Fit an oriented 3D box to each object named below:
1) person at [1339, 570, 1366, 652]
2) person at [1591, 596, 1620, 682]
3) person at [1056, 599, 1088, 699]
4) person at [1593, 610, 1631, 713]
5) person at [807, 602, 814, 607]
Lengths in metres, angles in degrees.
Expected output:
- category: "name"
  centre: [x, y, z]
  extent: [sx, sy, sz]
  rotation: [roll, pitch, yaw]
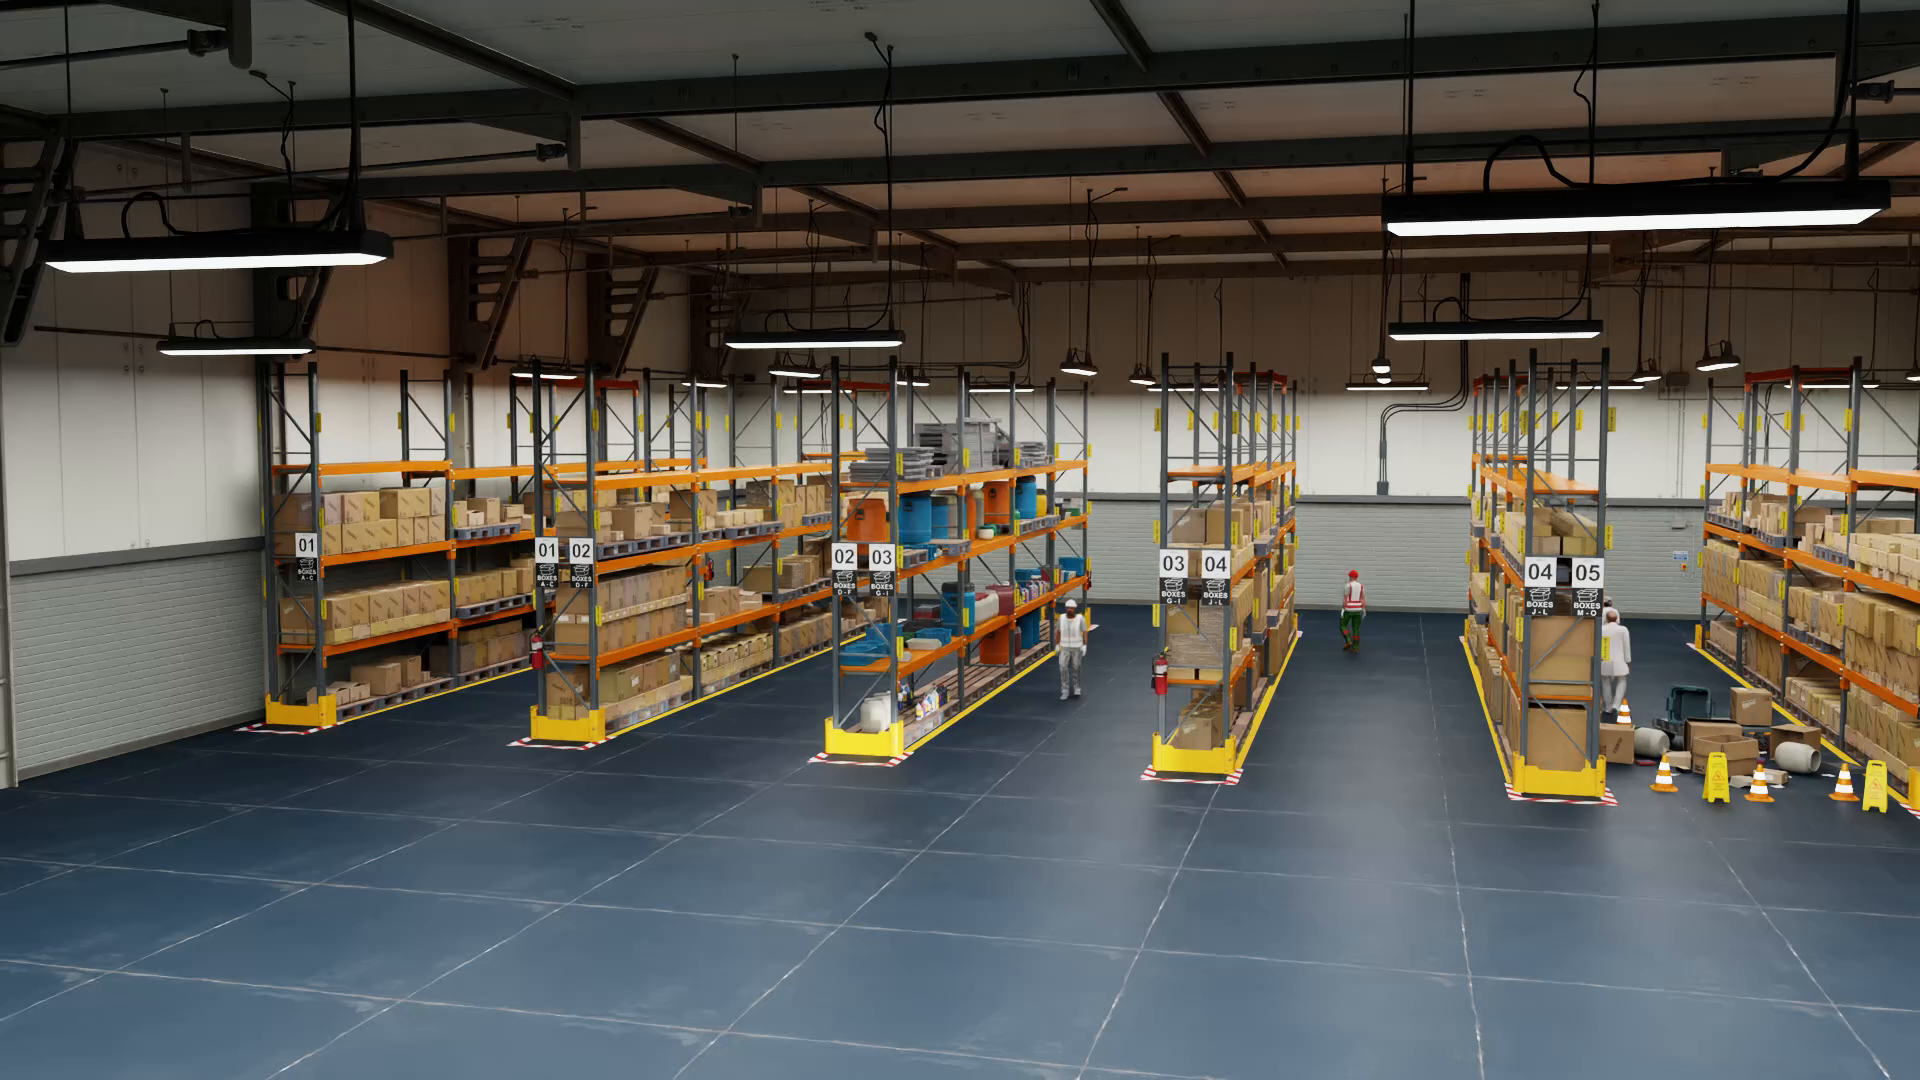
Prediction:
- category: "person"
  centre: [8.595, 1.552, 36.343]
  extent: [0.602, 1.791, 0.467]
  rotation: [-1, 4, -15]
- category: "person"
  centre: [12.493, 1.935, 32.158]
  extent: [0.526, 1.710, 0.424]
  rotation: [-1, 4, -10]
- category: "person"
  centre: [2.027, 1.993, 30.355]
  extent: [0.624, 1.829, 0.606]
  rotation: [1, 4, 16]
- category: "person"
  centre: [11.250, 2.102, 28.688]
  extent: [0.614, 1.775, 0.610]
  rotation: [1, 4, 16]
- category: "person"
  centre: [-4.146, 0.974, 45.418]
  extent: [0.484, 1.641, 0.822]
  rotation: [-3, 5, -37]
